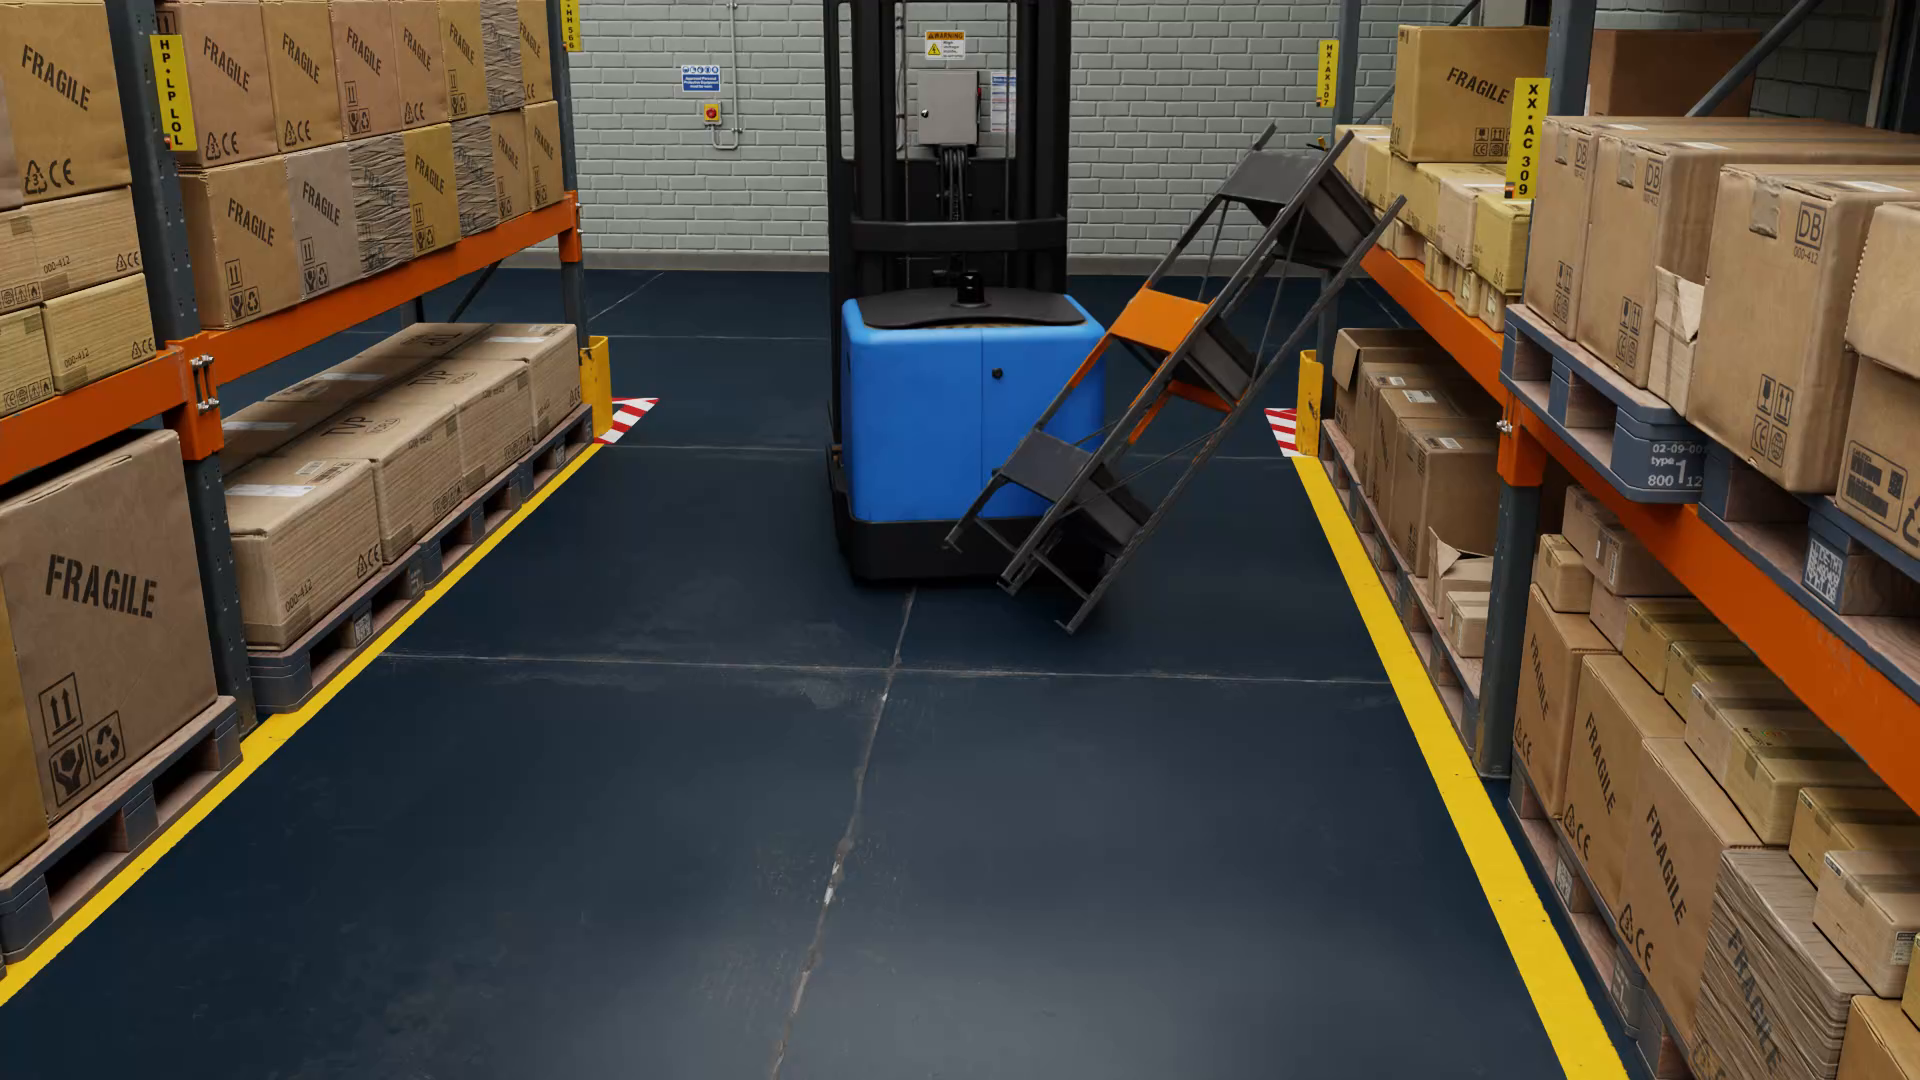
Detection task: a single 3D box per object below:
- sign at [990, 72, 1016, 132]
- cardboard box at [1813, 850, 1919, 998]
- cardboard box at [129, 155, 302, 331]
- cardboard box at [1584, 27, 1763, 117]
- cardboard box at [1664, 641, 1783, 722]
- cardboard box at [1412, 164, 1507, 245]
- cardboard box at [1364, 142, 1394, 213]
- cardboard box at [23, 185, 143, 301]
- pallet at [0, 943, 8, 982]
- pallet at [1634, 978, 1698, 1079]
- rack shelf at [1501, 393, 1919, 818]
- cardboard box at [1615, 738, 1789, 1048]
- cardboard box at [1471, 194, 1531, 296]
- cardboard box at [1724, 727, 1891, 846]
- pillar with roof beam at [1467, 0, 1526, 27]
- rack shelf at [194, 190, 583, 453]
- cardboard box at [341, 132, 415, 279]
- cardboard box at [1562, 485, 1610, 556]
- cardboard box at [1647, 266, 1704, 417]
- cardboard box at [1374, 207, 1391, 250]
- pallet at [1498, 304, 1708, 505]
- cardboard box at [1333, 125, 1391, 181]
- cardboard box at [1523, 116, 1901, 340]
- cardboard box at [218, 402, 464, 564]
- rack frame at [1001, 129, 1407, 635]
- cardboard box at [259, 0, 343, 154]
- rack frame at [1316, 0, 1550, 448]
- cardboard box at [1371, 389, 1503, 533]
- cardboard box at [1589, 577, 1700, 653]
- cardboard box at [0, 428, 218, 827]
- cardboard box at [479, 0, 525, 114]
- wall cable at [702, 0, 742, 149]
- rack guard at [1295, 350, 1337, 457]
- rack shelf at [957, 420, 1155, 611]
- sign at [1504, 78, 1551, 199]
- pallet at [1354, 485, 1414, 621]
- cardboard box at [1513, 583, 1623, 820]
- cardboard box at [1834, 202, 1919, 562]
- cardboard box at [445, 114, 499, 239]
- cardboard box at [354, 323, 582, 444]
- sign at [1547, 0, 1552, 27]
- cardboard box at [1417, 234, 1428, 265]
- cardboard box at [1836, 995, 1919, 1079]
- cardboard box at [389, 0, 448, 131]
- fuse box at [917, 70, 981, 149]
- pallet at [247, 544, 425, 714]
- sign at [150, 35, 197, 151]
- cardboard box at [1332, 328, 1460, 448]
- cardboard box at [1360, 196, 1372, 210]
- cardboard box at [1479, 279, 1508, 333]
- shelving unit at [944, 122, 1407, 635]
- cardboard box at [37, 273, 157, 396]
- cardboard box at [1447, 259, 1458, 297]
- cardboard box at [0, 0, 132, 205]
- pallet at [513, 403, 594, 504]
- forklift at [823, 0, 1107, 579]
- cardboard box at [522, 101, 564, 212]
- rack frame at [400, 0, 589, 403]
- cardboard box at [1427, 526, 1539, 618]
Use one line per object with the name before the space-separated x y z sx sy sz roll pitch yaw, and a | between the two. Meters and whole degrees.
sign | 0.423 -3.708 14.075 0.329 0.494 0.001 1 18 4
cardboard box | 1.733 0.664 2.879 0.380 0.149 0.250 0 18 1
cardboard box | -2.542 -0.986 5.453 0.500 0.500 0.500 2 18 6
cardboard box | 2.487 -1.572 5.961 0.500 0.500 0.500 1 18 2
cardboard box | 1.867 0.350 3.835 0.380 0.149 0.250 1 18 3
cardboard box | 1.978 -1.233 6.131 0.500 0.250 0.500 1 18 4
cardboard box | 2.031 -1.552 7.105 0.500 0.250 0.500 1 18 3
cardboard box | -2.626 -0.822 4.553 0.500 0.250 0.500 1 18 4
pallet | -2.902 1.148 3.580 1.003 0.211 1.213 1 18 4
pallet | 2.009 1.270 3.208 1.003 0.211 1.213 1 18 4
rack shelf | 1.971 0.275 2.923 1.077 0.370 4.000 1 18 4
cardboard box | 1.787 0.765 3.610 0.500 0.500 0.500 1 18 2
cardboard box | 1.908 -0.922 5.183 0.500 0.250 0.500 2 18 5
cardboard box | 1.792 0.504 3.366 0.380 0.149 0.250 2 18 6
pillar with roof beam | -0.800 -5.695 10.352 9.100 9.000 0.400 1 18 4
rack shelf | -2.693 -1.077 7.049 1.077 0.370 4.000 1 18 4
cardboard box | -2.460 -1.296 6.401 0.500 0.500 0.500 1 18 4
cardboard box | 1.884 -0.043 4.557 0.380 0.149 0.250 1 18 3
cardboard box | 1.632 -0.401 3.372 0.396 0.266 0.258 2 18 7
cardboard box | 1.962 -1.316 7.027 0.380 0.149 0.250 1 18 2
pallet | 1.948 -0.352 3.987 1.003 0.211 1.213 1 18 4
cardboard box | 2.100 -1.866 8.064 0.500 0.250 0.500 1 18 4
cardboard box | 1.857 -0.790 4.183 0.700 0.500 0.500 2 18 5
cardboard box | -2.621 -0.251 6.812 0.875 0.438 0.875 1 18 2
rack frame | 0.927 -0.583 6.185 0.400 2.100 0.015 40 -4 -30
cardboard box | -2.519 -1.620 5.783 0.500 0.500 0.500 1 18 3
rack frame | 2.401 -1.931 8.498 1.000 3.000 0.127 1 18 4
cardboard box | 2.025 -0.328 6.947 0.500 0.500 0.500 2 18 5
cardboard box | 1.881 0.185 4.340 0.380 0.149 0.250 1 18 2
cardboard box | -2.801 0.206 4.714 0.875 0.875 0.875 2 18 6
cardboard box | -2.355 -2.245 7.691 0.500 0.500 0.500 1 18 4
wall cable | -2.169 -4.290 14.016 0.585 1.953 0.123 1 18 4
rack guard | 2.396 -0.719 8.816 1.175 0.500 0.348 1 18 4
rack shelf | 0.385 -0.086 6.353 0.431 0.518 0.480 40 -4 -30
sign | 1.573 -1.110 4.602 0.100 0.325 0.005 1 18 4
pallet | 2.249 0.044 6.952 1.003 0.211 1.213 1 18 4
cardboard box | 1.855 0.445 4.588 0.500 0.500 0.500 2 18 6
cardboard box | 1.760 -0.206 2.394 0.797 0.503 0.637 1 18 3
cardboard box | -2.399 -1.617 7.379 0.500 0.500 0.500 2 18 6
cardboard box | -2.498 -0.815 8.534 0.875 0.438 0.875 1 18 2
sign | 2.953 -2.613 8.212 0.100 0.325 0.005 1 18 4
cardboard box | 2.014 -1.153 6.527 0.380 0.149 0.250 1 18 4
cardboard box | 1.725 1.088 2.625 0.500 0.500 0.500 2 18 6
cardboard box | -2.432 -1.935 6.746 0.500 0.500 0.500 1 18 4
fuse box | -0.084 -3.088 14.098 0.539 1.711 0.414 1 18 4
pallet | -2.704 0.293 6.191 1.003 0.211 1.213 1 18 4
sign | -2.295 -1.302 4.846 0.100 0.325 0.005 1 18 4
cardboard box | 2.263 -0.756 8.248 0.797 0.503 0.637 1 18 2
cardboard box | 2.132 -1.635 8.000 0.380 0.149 0.250 2 18 5
cardboard box | 1.882 -0.755 5.314 0.380 0.149 0.250 2 18 5
shelving unit | 0.823 -0.648 6.396 0.431 2.100 0.503 40 -4 -30
cardboard box | -2.617 -0.582 4.623 0.500 0.250 0.500 1 18 3
cardboard box | 1.923 -0.917 5.809 0.380 0.149 0.250 2 18 5
cardboard box | -2.618 -1.176 4.430 0.500 0.500 0.500 2 18 6
pallet | -2.529 -0.465 8.504 1.003 0.211 1.213 1 18 4
forklift | -0.084 -1.650 7.750 1.130 2.935 3.031 -2 18 -6
cardboard box | -2.321 -1.932 8.342 0.500 0.500 0.500 1 18 4
rack frame | -2.550 -2.040 8.833 1.000 3.000 0.127 1 18 4
cardboard box | 1.887 0.121 5.954 0.396 0.266 0.258 2 18 6
